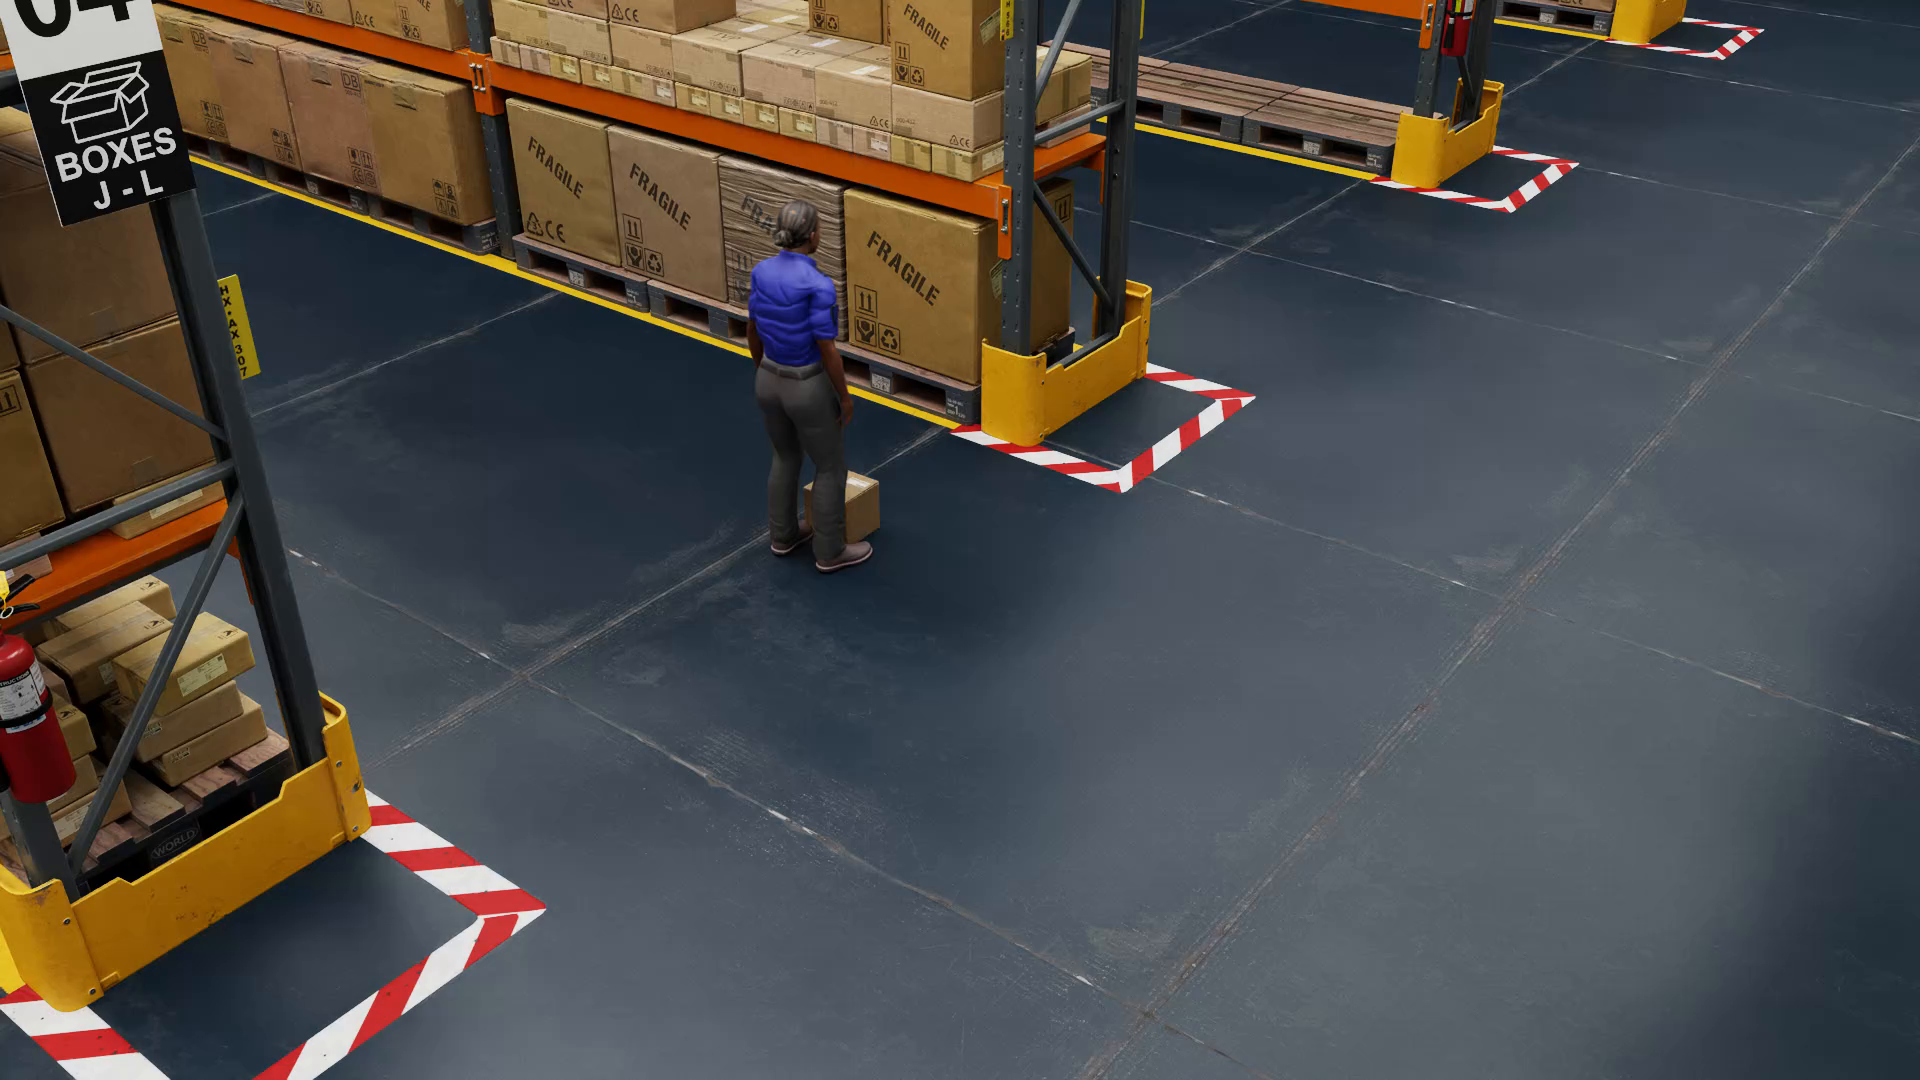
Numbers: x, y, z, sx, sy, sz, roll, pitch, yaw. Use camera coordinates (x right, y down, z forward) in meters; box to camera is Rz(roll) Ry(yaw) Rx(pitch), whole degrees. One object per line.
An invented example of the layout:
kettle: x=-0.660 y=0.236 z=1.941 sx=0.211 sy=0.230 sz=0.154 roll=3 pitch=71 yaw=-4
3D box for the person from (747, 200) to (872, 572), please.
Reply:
person: x=-0.679 y=-0.655 z=7.224 sx=0.515 sy=1.655 sz=0.351 roll=20 pitch=37 yaw=30
